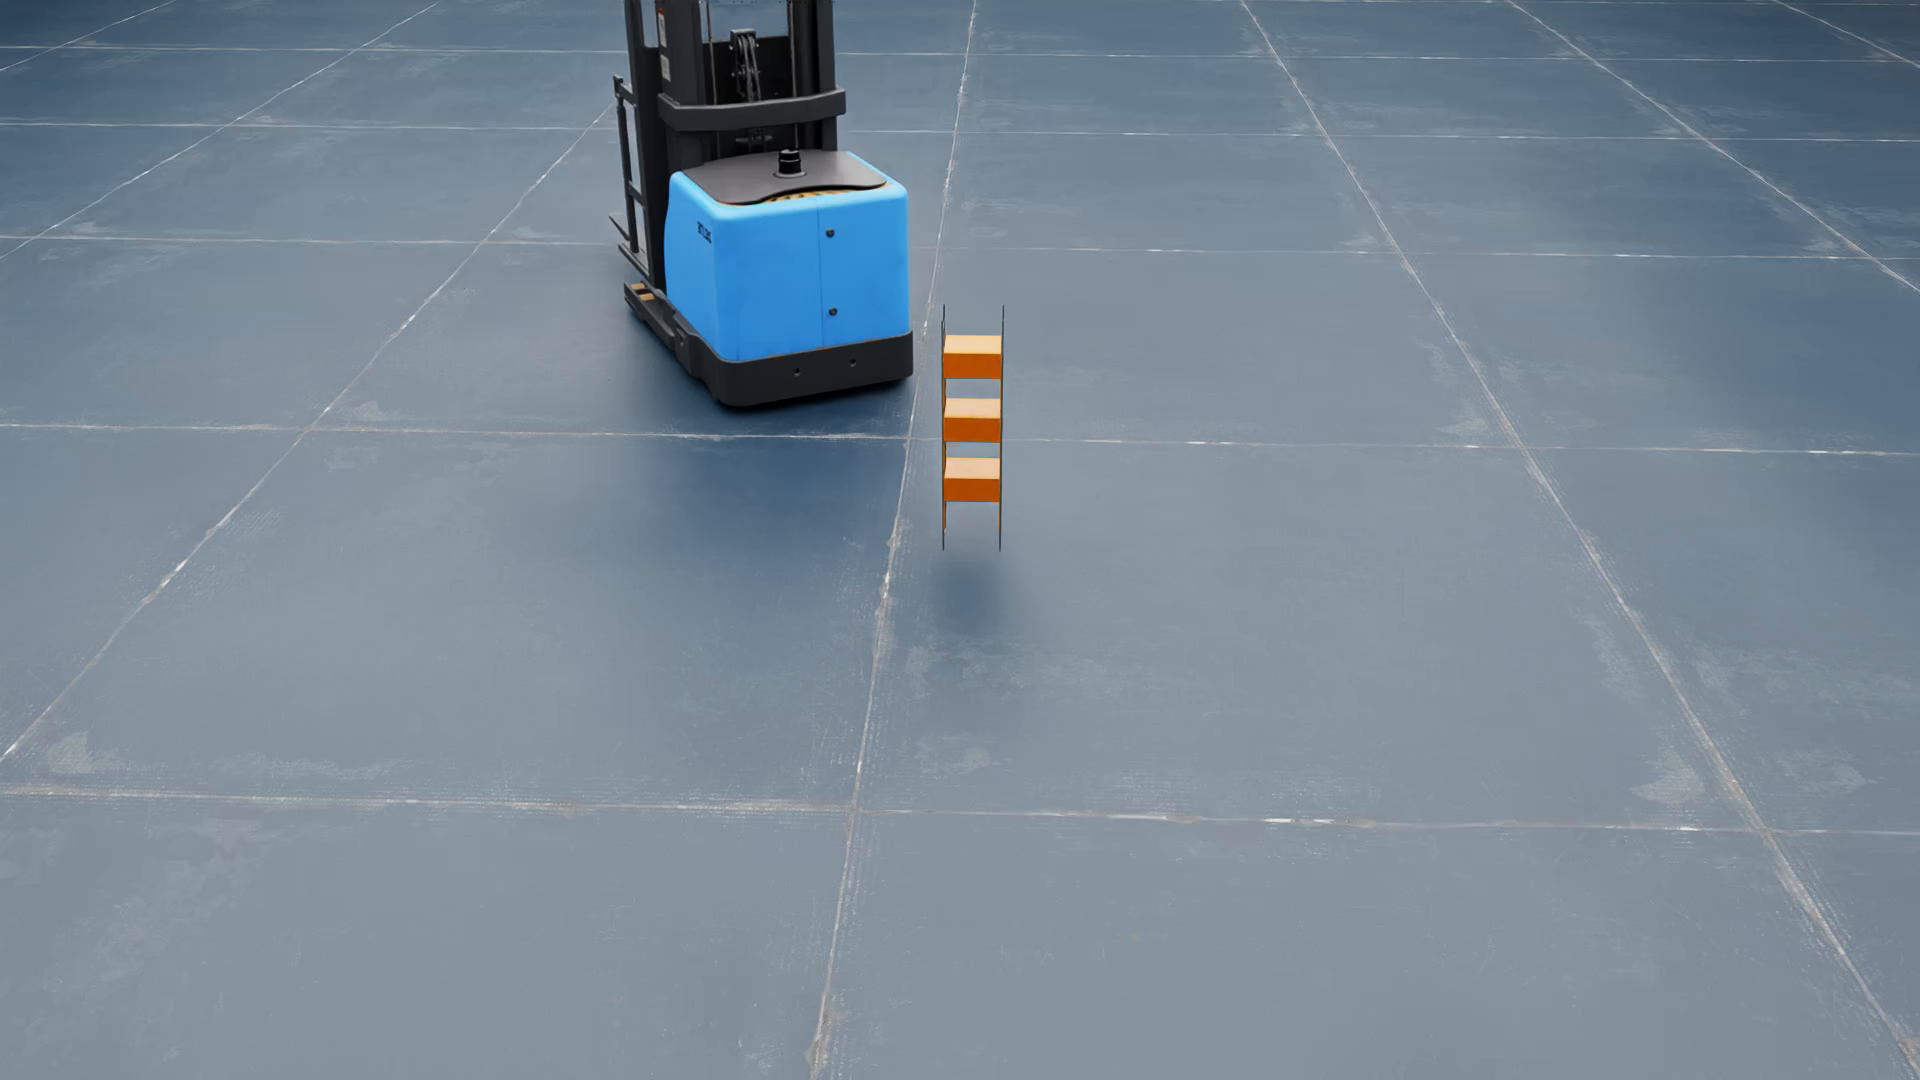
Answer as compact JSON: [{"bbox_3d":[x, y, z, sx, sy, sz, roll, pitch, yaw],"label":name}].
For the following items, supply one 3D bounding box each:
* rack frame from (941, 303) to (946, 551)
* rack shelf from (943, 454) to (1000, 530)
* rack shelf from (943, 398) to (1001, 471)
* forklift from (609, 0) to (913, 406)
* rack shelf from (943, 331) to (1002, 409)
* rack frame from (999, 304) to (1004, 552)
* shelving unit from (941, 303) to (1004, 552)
[{"bbox_3d":[-0.068,-0.465,7.006,0.008,1.050,0.200,1,28,2],"label":"rack frame"},{"bbox_3d":[0.053,-0.208,7.138,0.240,0.259,0.215,1,28,2],"label":"rack shelf"},{"bbox_3d":[0.053,-0.454,7.007,0.240,0.259,0.215,1,28,2],"label":"rack shelf"},{"bbox_3d":[-1.323,-2.632,9.086,1.130,2.935,3.031,-12,30,-22],"label":"forklift"},{"bbox_3d":[0.053,-0.704,6.874,0.240,0.259,0.215,1,28,2],"label":"rack shelf"},{"bbox_3d":[0.175,-0.461,6.999,0.008,1.050,0.200,1,28,2],"label":"rack frame"},{"bbox_3d":[0.053,-0.463,7.002,0.252,1.050,0.215,1,28,2],"label":"shelving unit"}]
